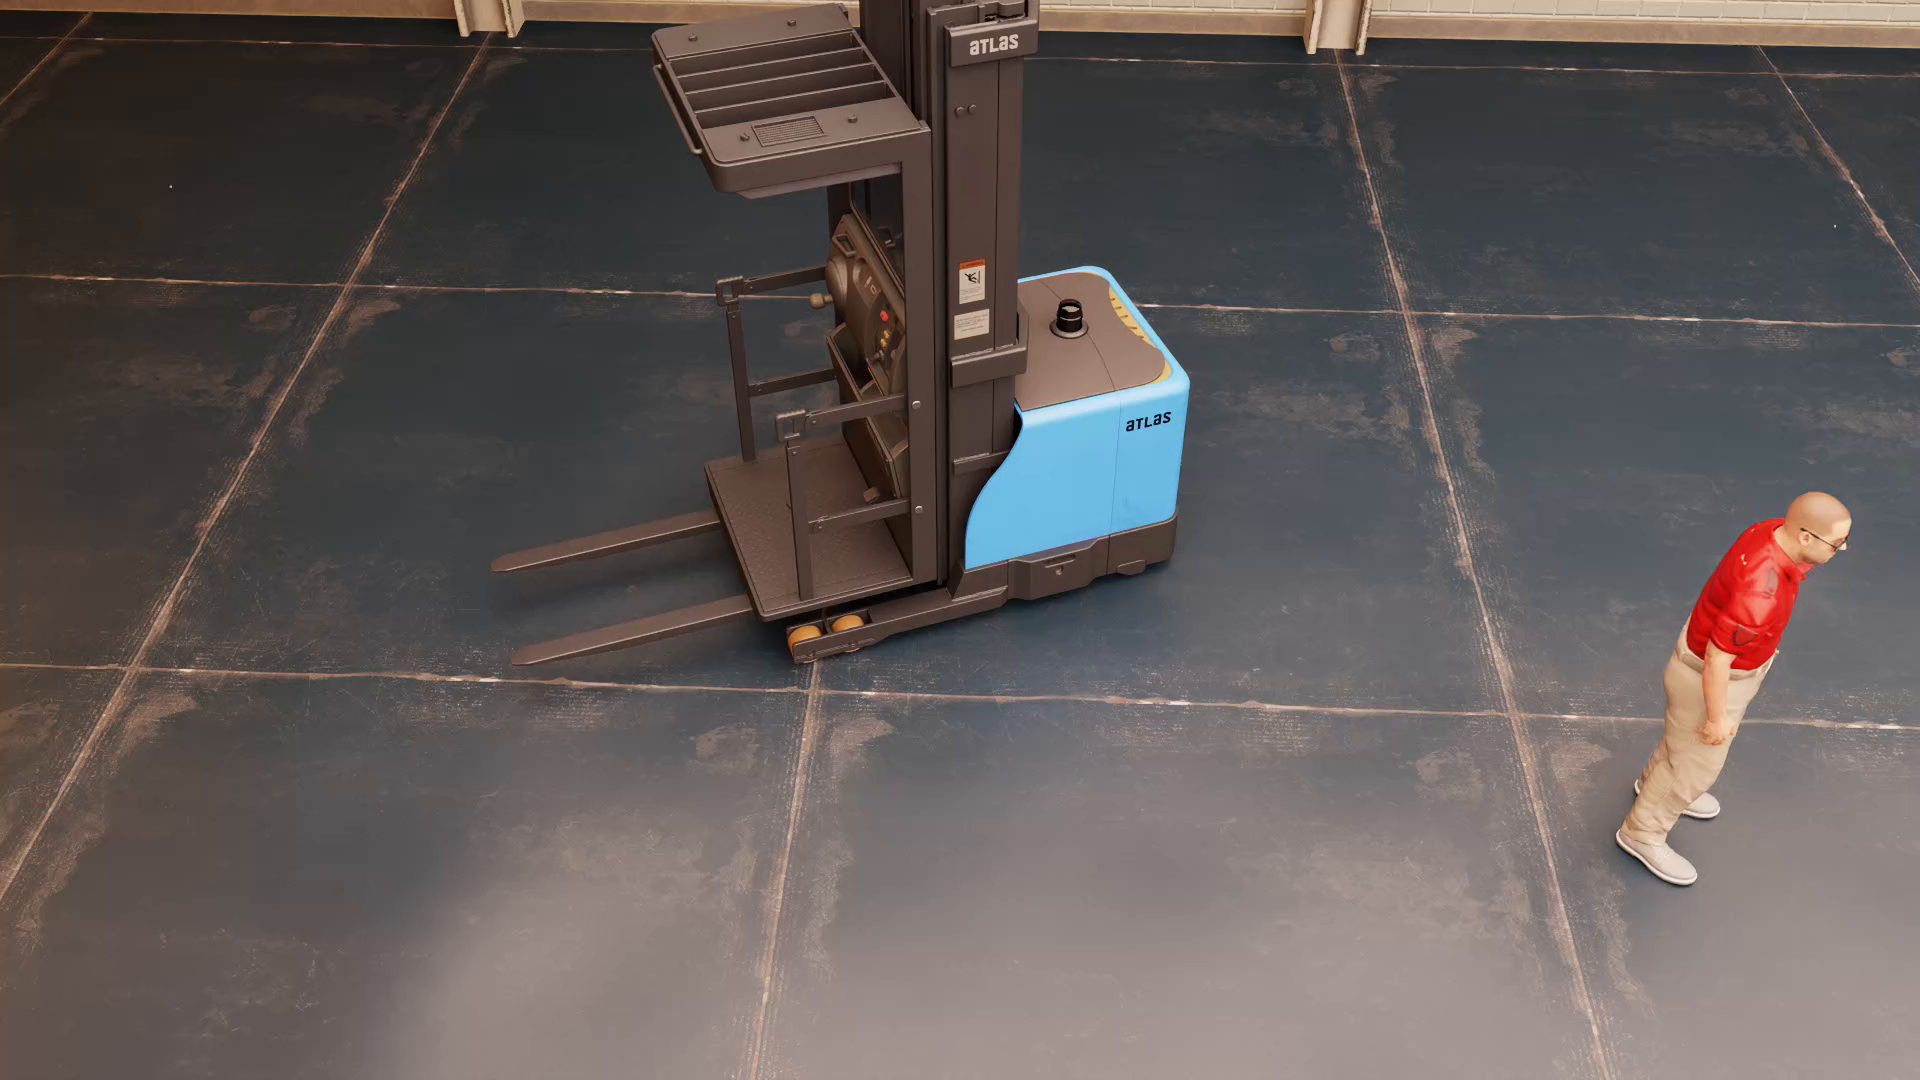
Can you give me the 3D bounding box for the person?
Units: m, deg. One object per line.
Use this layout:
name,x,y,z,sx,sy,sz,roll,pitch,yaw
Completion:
person,2.810,0.491,6.096,0.392,1.727,0.585,23,47,23

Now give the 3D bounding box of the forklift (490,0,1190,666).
forklift,-0.573,-0.945,6.778,3.031,2.935,1.130,-13,44,-14
